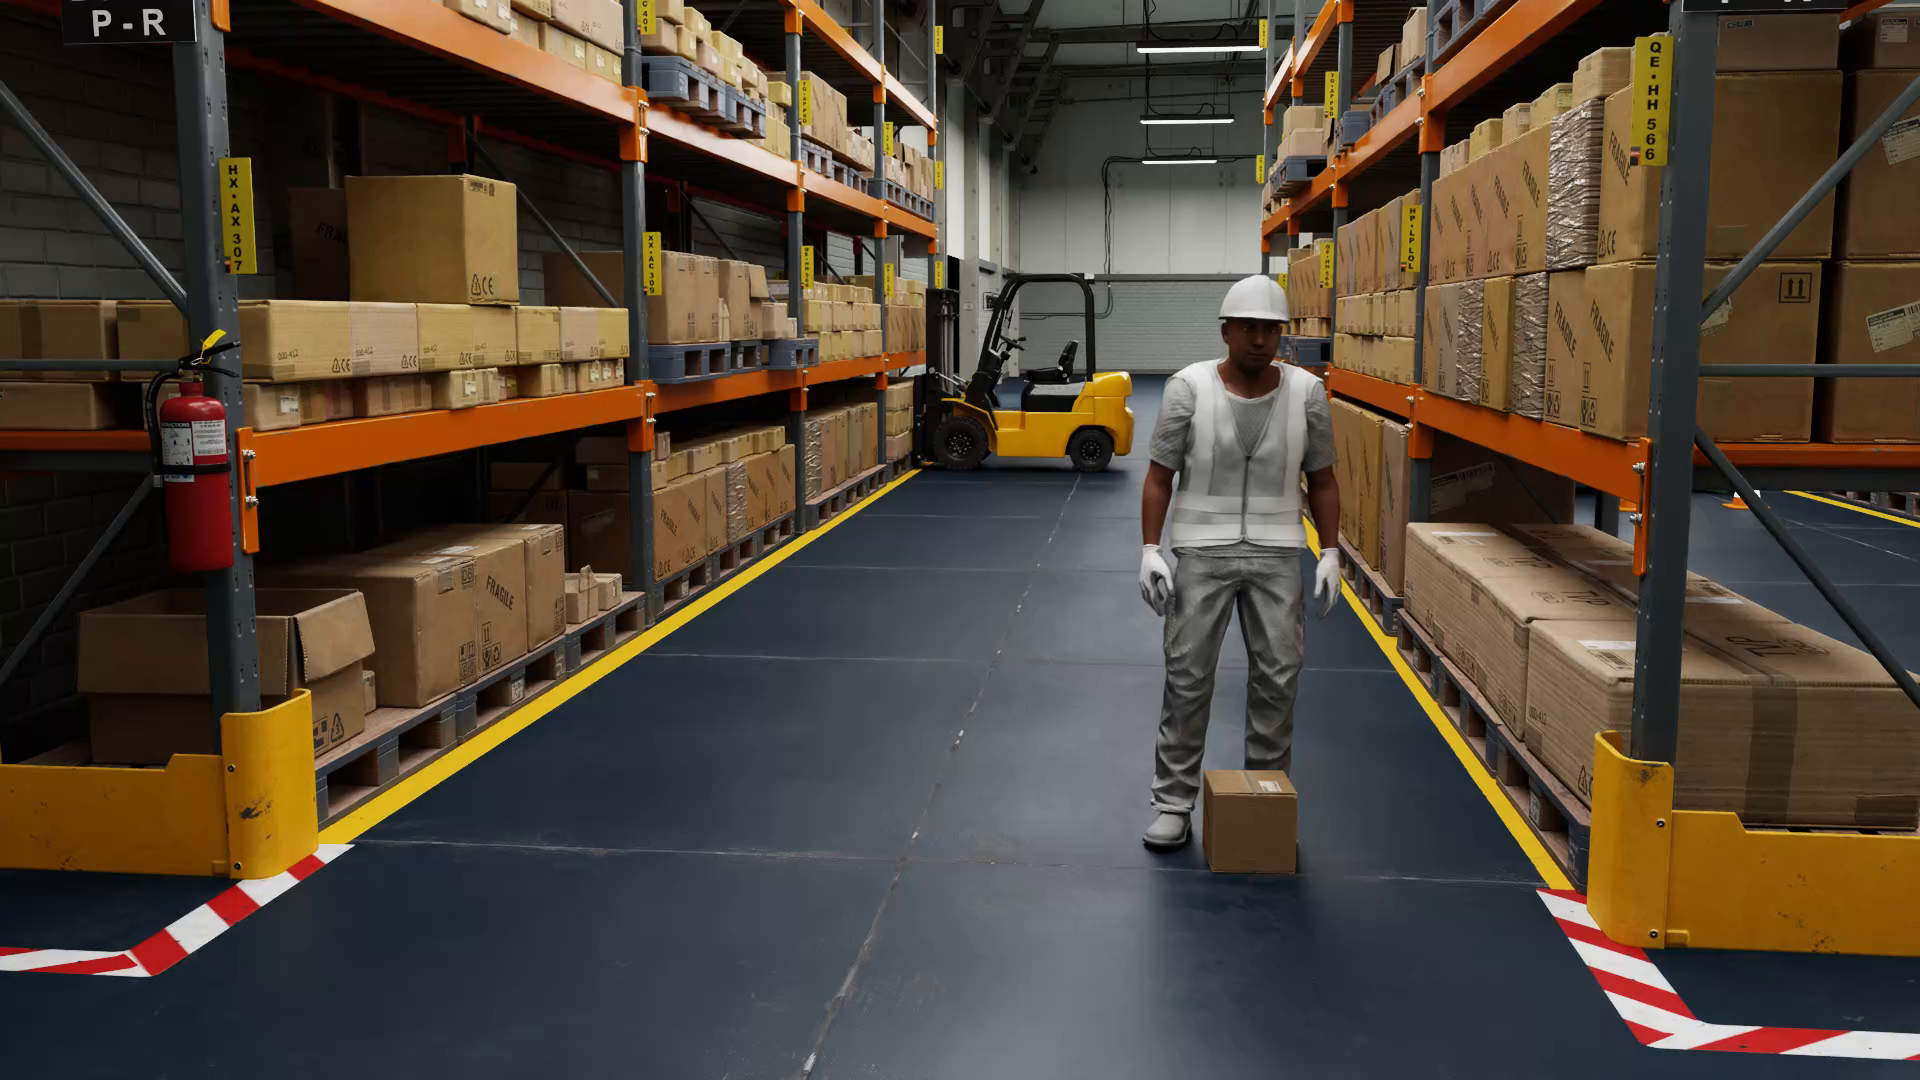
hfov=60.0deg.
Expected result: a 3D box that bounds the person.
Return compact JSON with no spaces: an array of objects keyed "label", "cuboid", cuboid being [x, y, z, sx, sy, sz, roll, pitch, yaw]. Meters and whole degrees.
[{"label":"person","cuboid":[0.874,0.072,5.196,0.633,1.775,0.447,0,7,2]}]
